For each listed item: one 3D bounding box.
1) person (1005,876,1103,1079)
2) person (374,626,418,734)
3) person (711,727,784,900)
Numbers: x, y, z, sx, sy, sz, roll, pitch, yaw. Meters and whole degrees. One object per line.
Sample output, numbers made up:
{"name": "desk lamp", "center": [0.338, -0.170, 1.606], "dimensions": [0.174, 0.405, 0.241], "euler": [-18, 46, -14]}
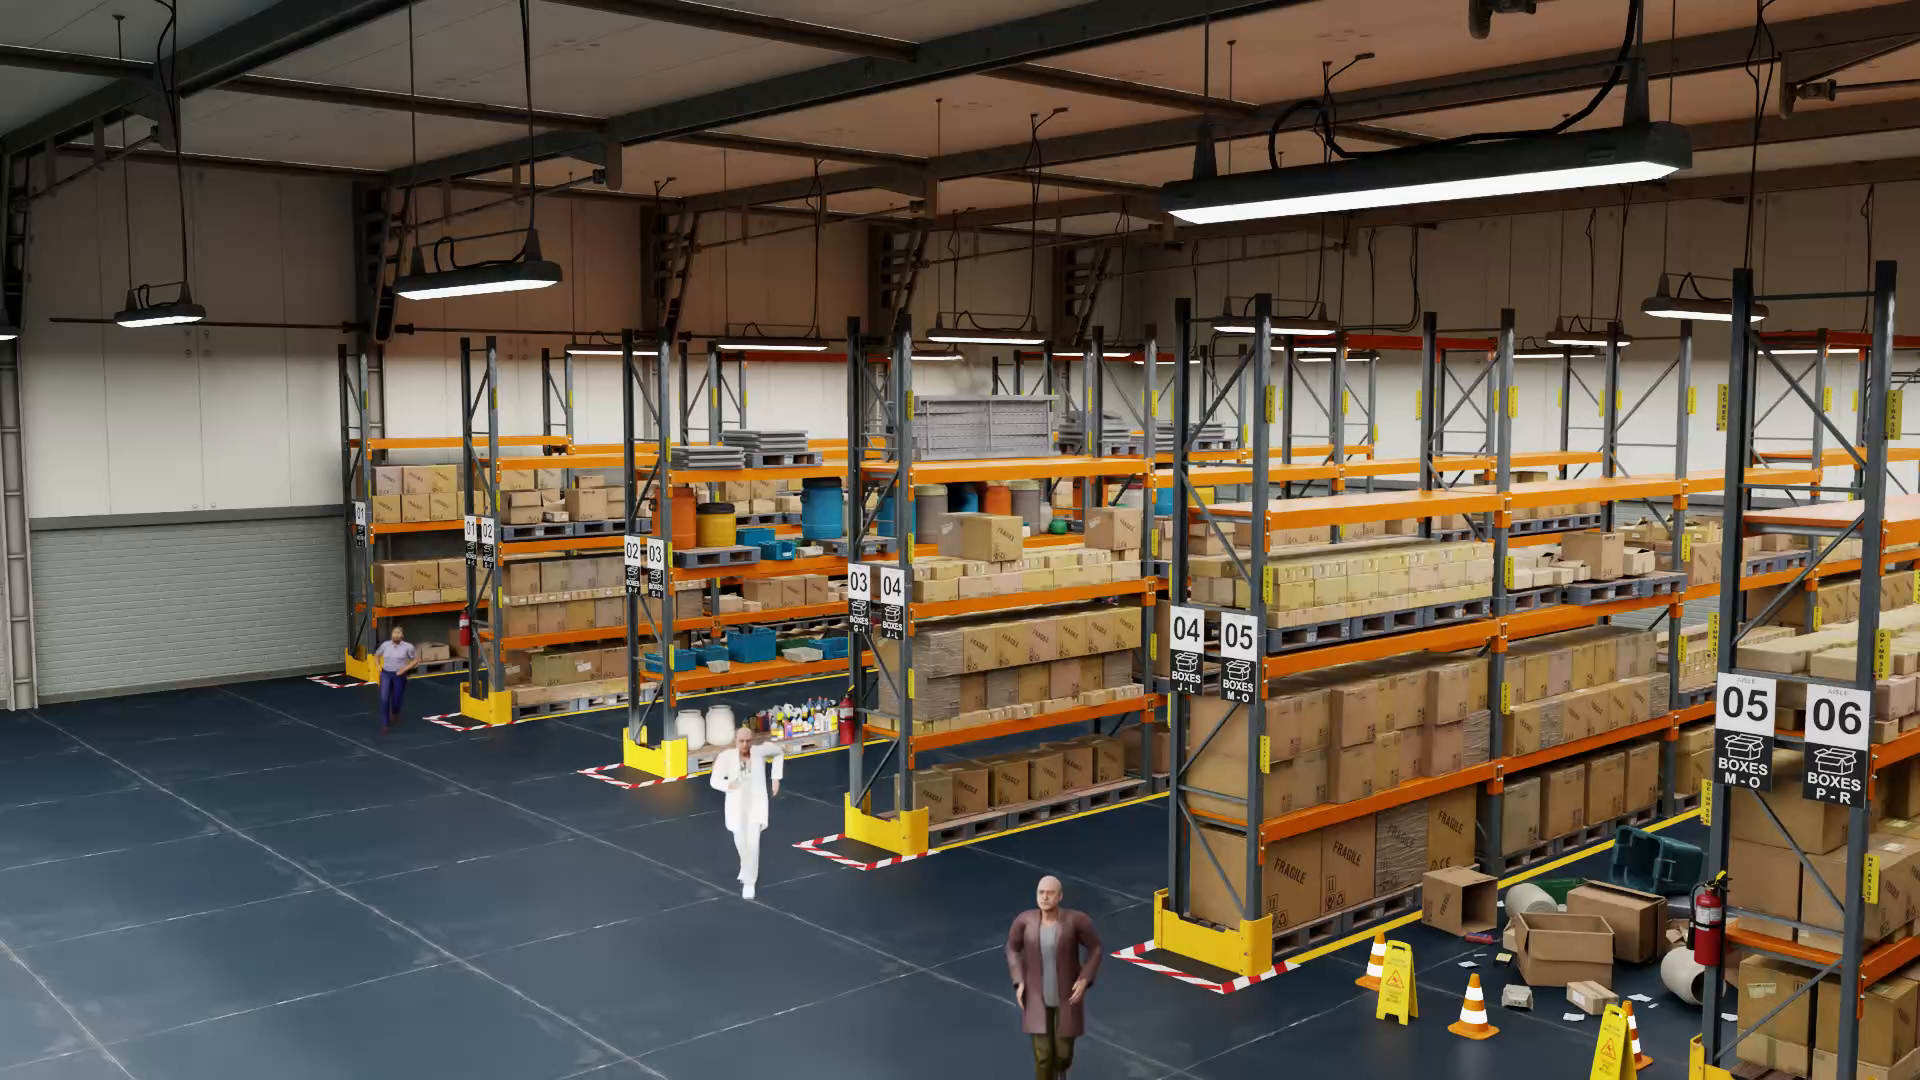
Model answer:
{"name": "person", "center": [0.660, 3.348, 11.853], "dimensions": [0.707, 1.550, 0.672], "euler": [1, 5, 10]}
{"name": "person", "center": [-8.620, 2.115, 25.420], "dimensions": [0.648, 1.612, 0.682], "euler": [-1, 5, -8]}
{"name": "person", "center": [-2.186, 2.794, 17.152], "dimensions": [0.728, 1.828, 1.005], "euler": [0, 5, -3]}
